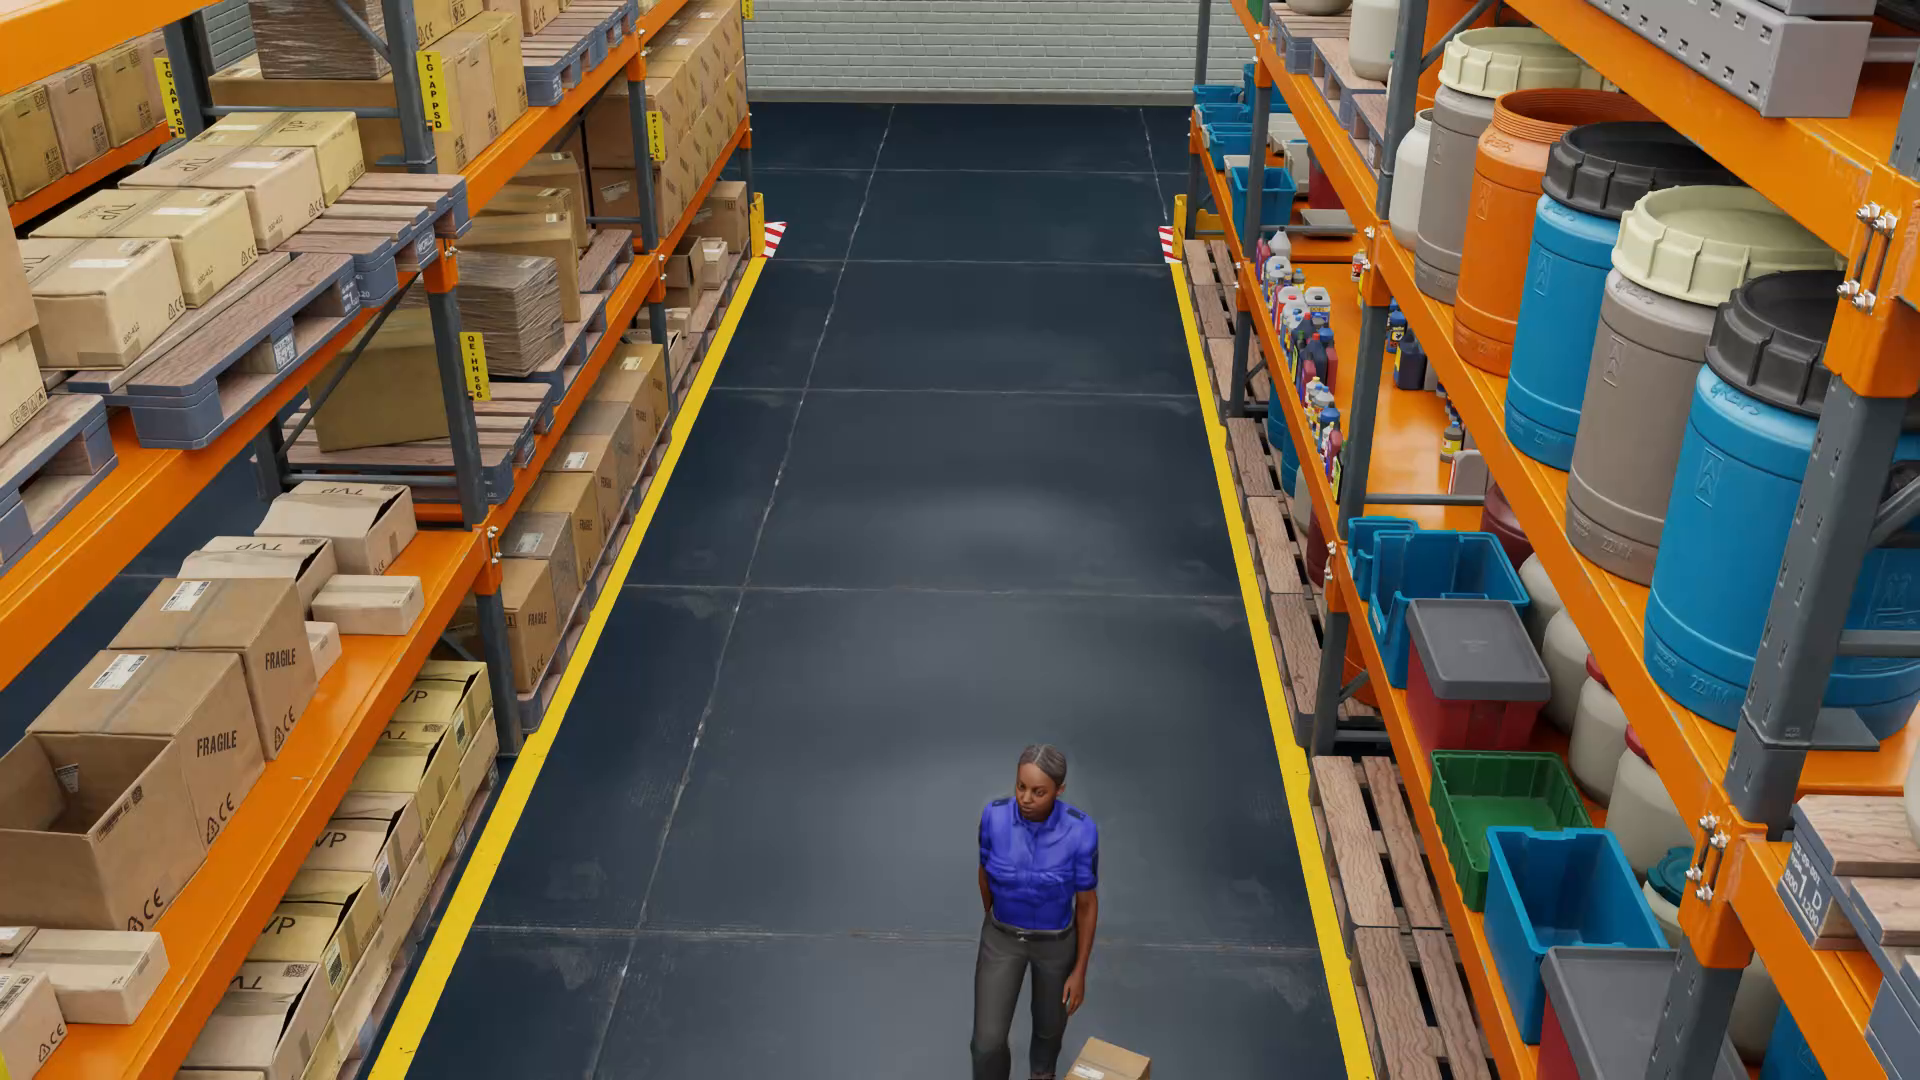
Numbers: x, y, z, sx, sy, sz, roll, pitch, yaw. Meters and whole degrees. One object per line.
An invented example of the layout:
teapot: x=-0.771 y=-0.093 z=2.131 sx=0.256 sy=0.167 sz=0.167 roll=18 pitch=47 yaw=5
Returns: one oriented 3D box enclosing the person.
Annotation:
person: x=0.260 y=1.481 z=5.896 sx=0.442 sy=1.717 sz=0.577 roll=5 pitch=29 yaw=9
